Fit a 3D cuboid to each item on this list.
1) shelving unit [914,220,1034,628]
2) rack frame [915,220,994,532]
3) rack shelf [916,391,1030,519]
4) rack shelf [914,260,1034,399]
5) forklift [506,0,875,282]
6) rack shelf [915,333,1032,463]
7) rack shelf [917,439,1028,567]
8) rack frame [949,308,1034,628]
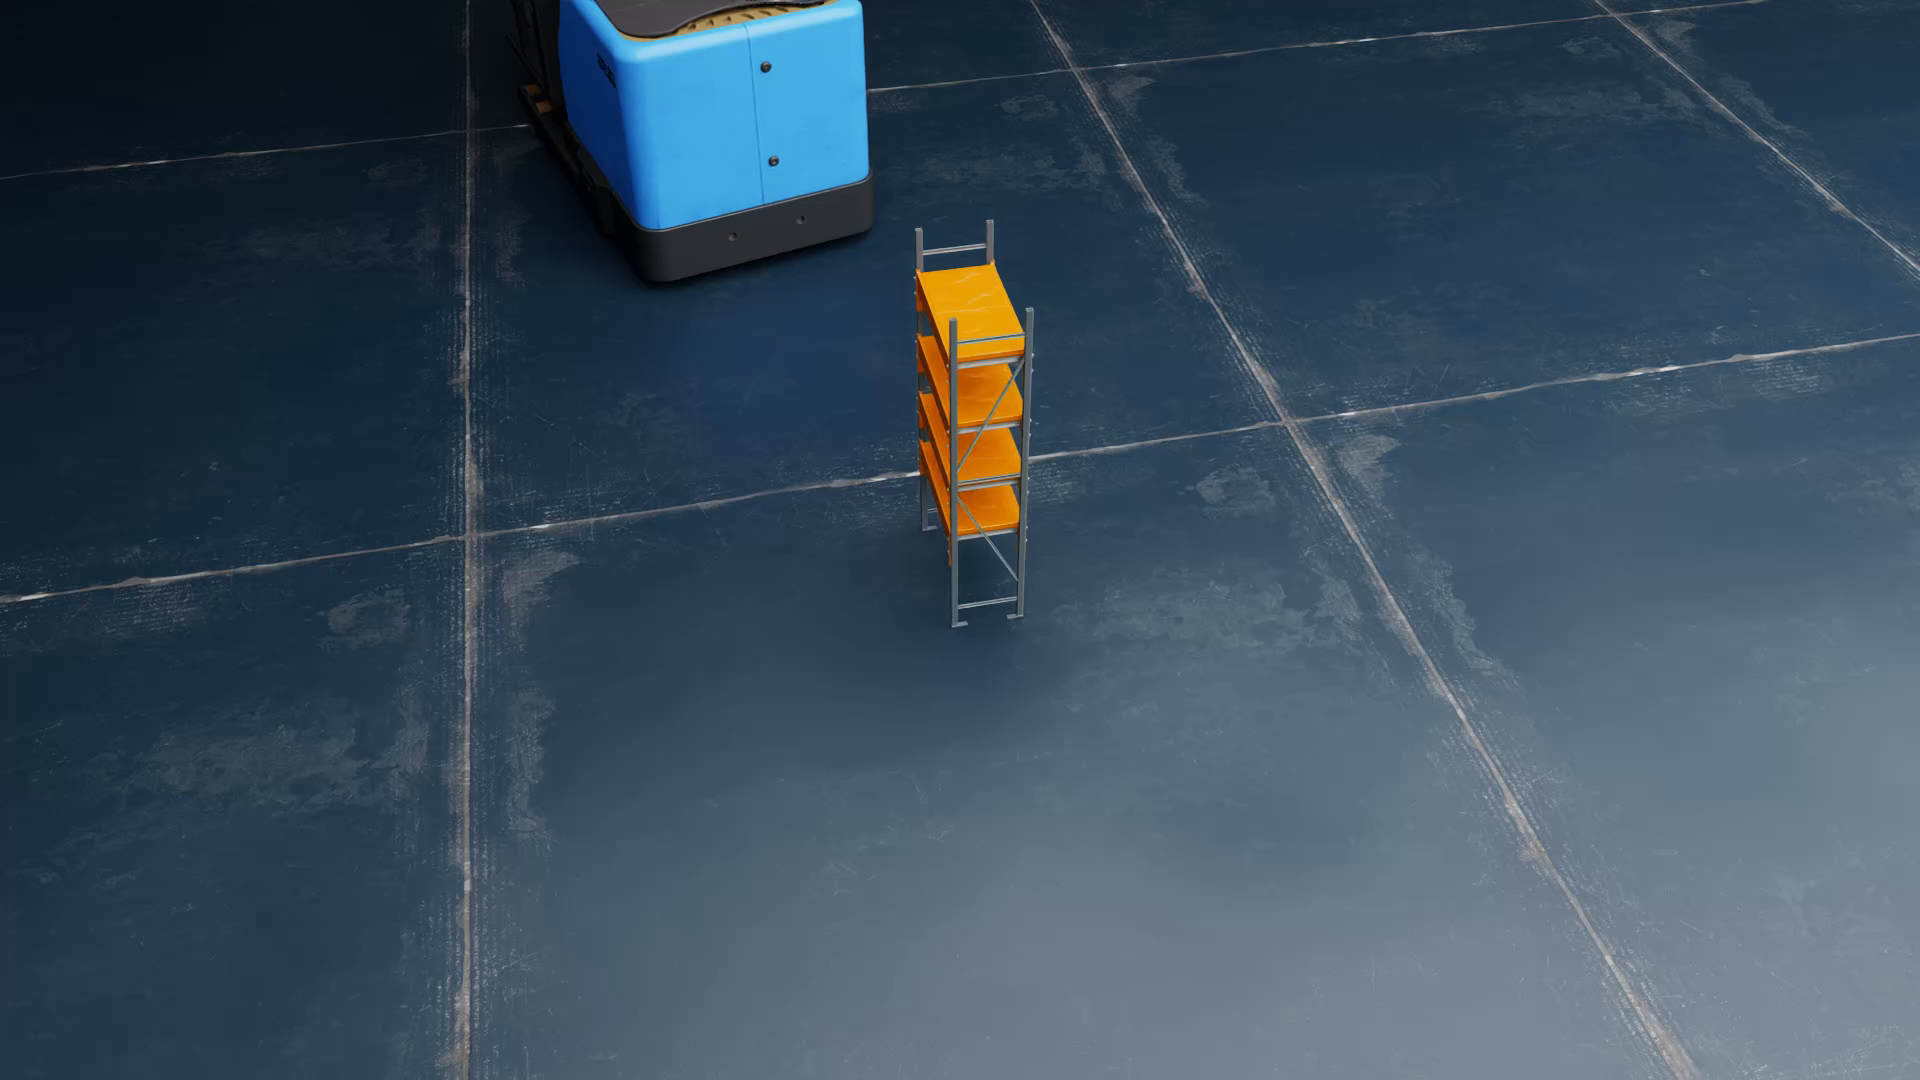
[{"bbox_3d":[0.036,-0.341,5.231,0.258,1.200,0.503,-8,42,-9],"label":"shelving unit"},{"bbox_3d":[-0.017,-0.500,5.409,0.240,1.200,0.015,-8,42,-9],"label":"rack frame"},{"bbox_3d":[0.036,-0.291,5.275,0.258,0.148,0.480,-8,42,-9],"label":"rack shelf"},{"bbox_3d":[0.036,-0.635,4.970,0.258,0.148,0.480,-8,42,-9],"label":"rack shelf"},{"bbox_3d":[-1.478,-3.133,7.071,1.130,2.935,3.031,-18,45,-20],"label":"forklift"},{"bbox_3d":[0.036,-0.458,5.127,0.258,0.148,0.480,-8,42,-9],"label":"rack shelf"},{"bbox_3d":[0.036,-0.143,5.407,0.258,0.148,0.480,-8,42,-9],"label":"rack shelf"},{"bbox_3d":[0.088,-0.183,5.053,0.240,1.200,0.015,-8,42,-9],"label":"rack frame"}]
